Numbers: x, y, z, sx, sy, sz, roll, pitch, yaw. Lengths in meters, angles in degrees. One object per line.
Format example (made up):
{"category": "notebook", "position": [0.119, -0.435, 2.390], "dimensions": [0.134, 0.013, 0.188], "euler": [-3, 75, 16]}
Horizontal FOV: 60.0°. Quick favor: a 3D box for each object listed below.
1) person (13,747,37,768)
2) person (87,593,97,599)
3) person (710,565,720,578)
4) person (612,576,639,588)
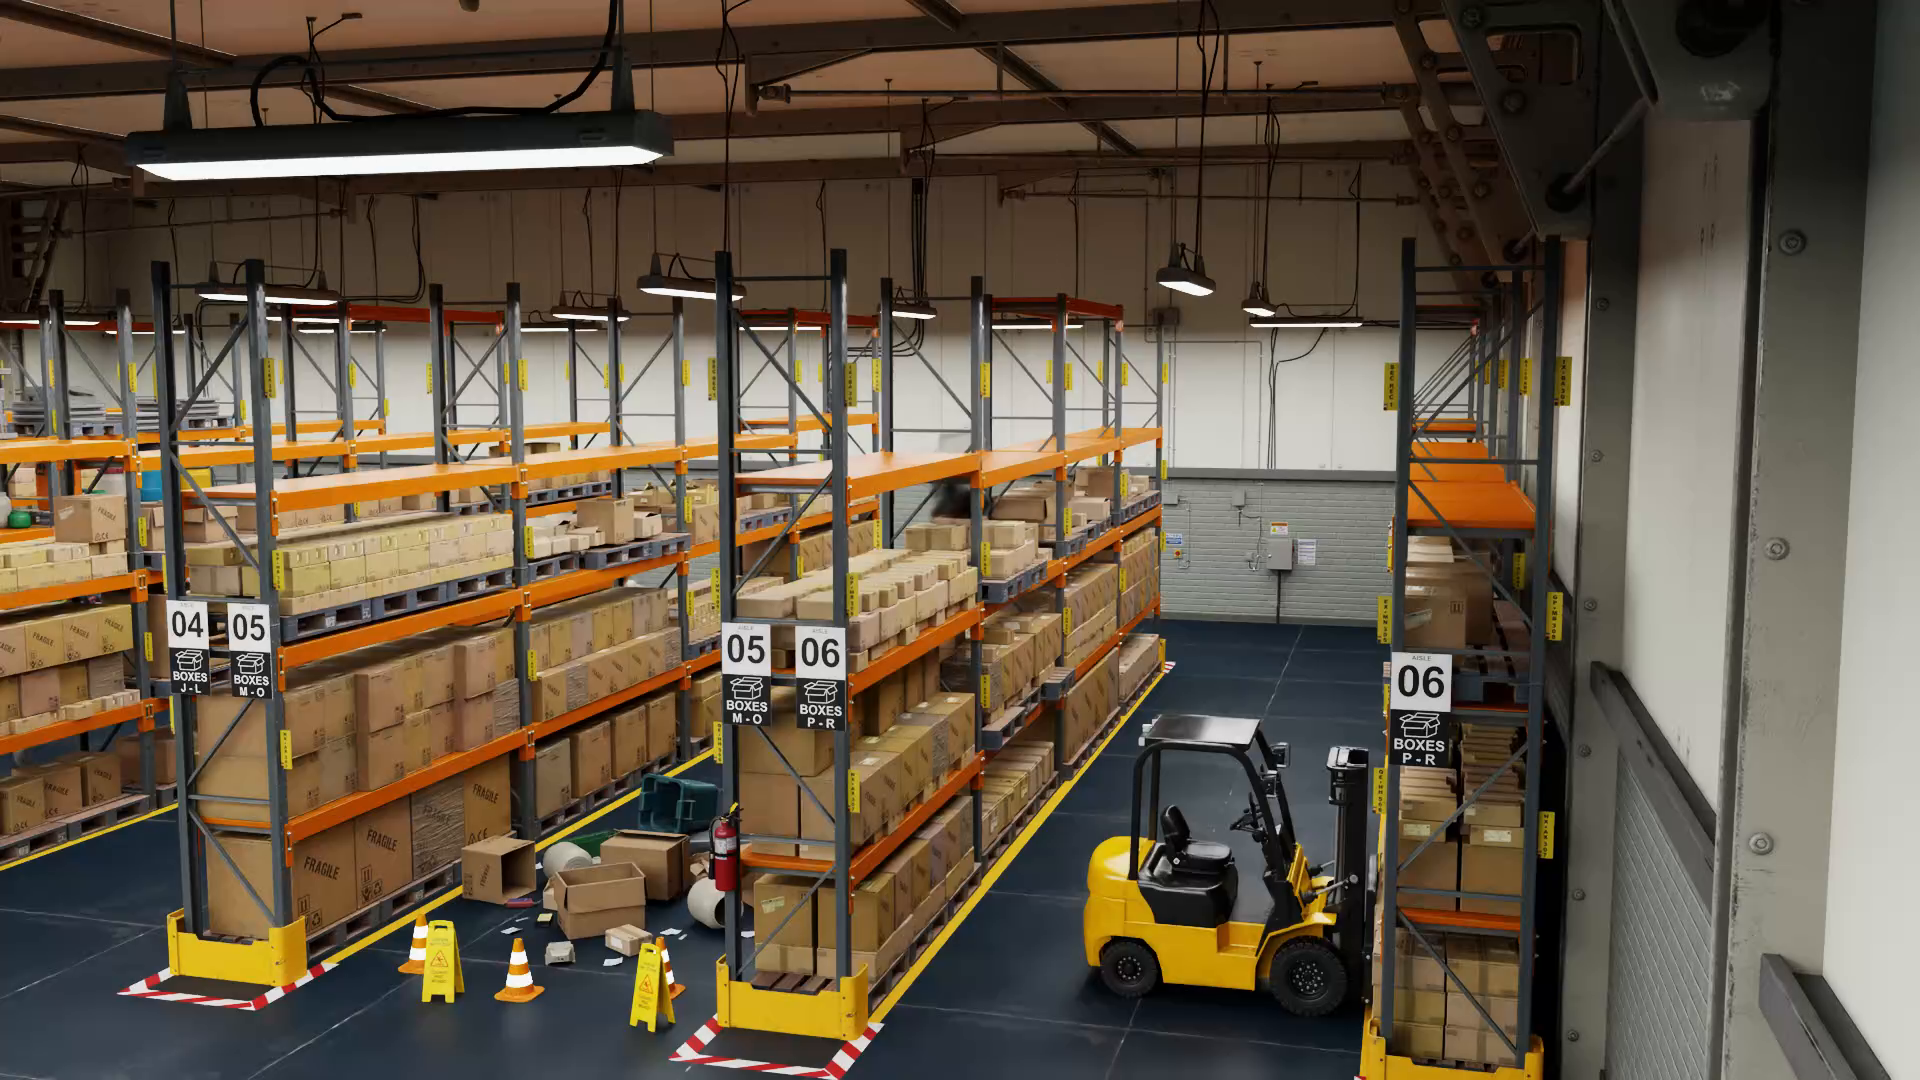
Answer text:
{"category": "person", "position": [-11.237, 2.230, 19.894], "dimensions": [0.554, 1.665, 0.611], "euler": [1, 6, 13]}
{"category": "person", "position": [-15.122, 1.263, 29.267], "dimensions": [0.581, 1.622, 0.536], "euler": [1, 6, 10]}
{"category": "person", "position": [-4.062, 1.315, 28.139], "dimensions": [0.669, 1.829, 0.844], "euler": [2, 6, 18]}
{"category": "person", "position": [-5.666, 1.309, 28.017], "dimensions": [0.651, 1.846, 0.799], "euler": [1, 6, 13]}
